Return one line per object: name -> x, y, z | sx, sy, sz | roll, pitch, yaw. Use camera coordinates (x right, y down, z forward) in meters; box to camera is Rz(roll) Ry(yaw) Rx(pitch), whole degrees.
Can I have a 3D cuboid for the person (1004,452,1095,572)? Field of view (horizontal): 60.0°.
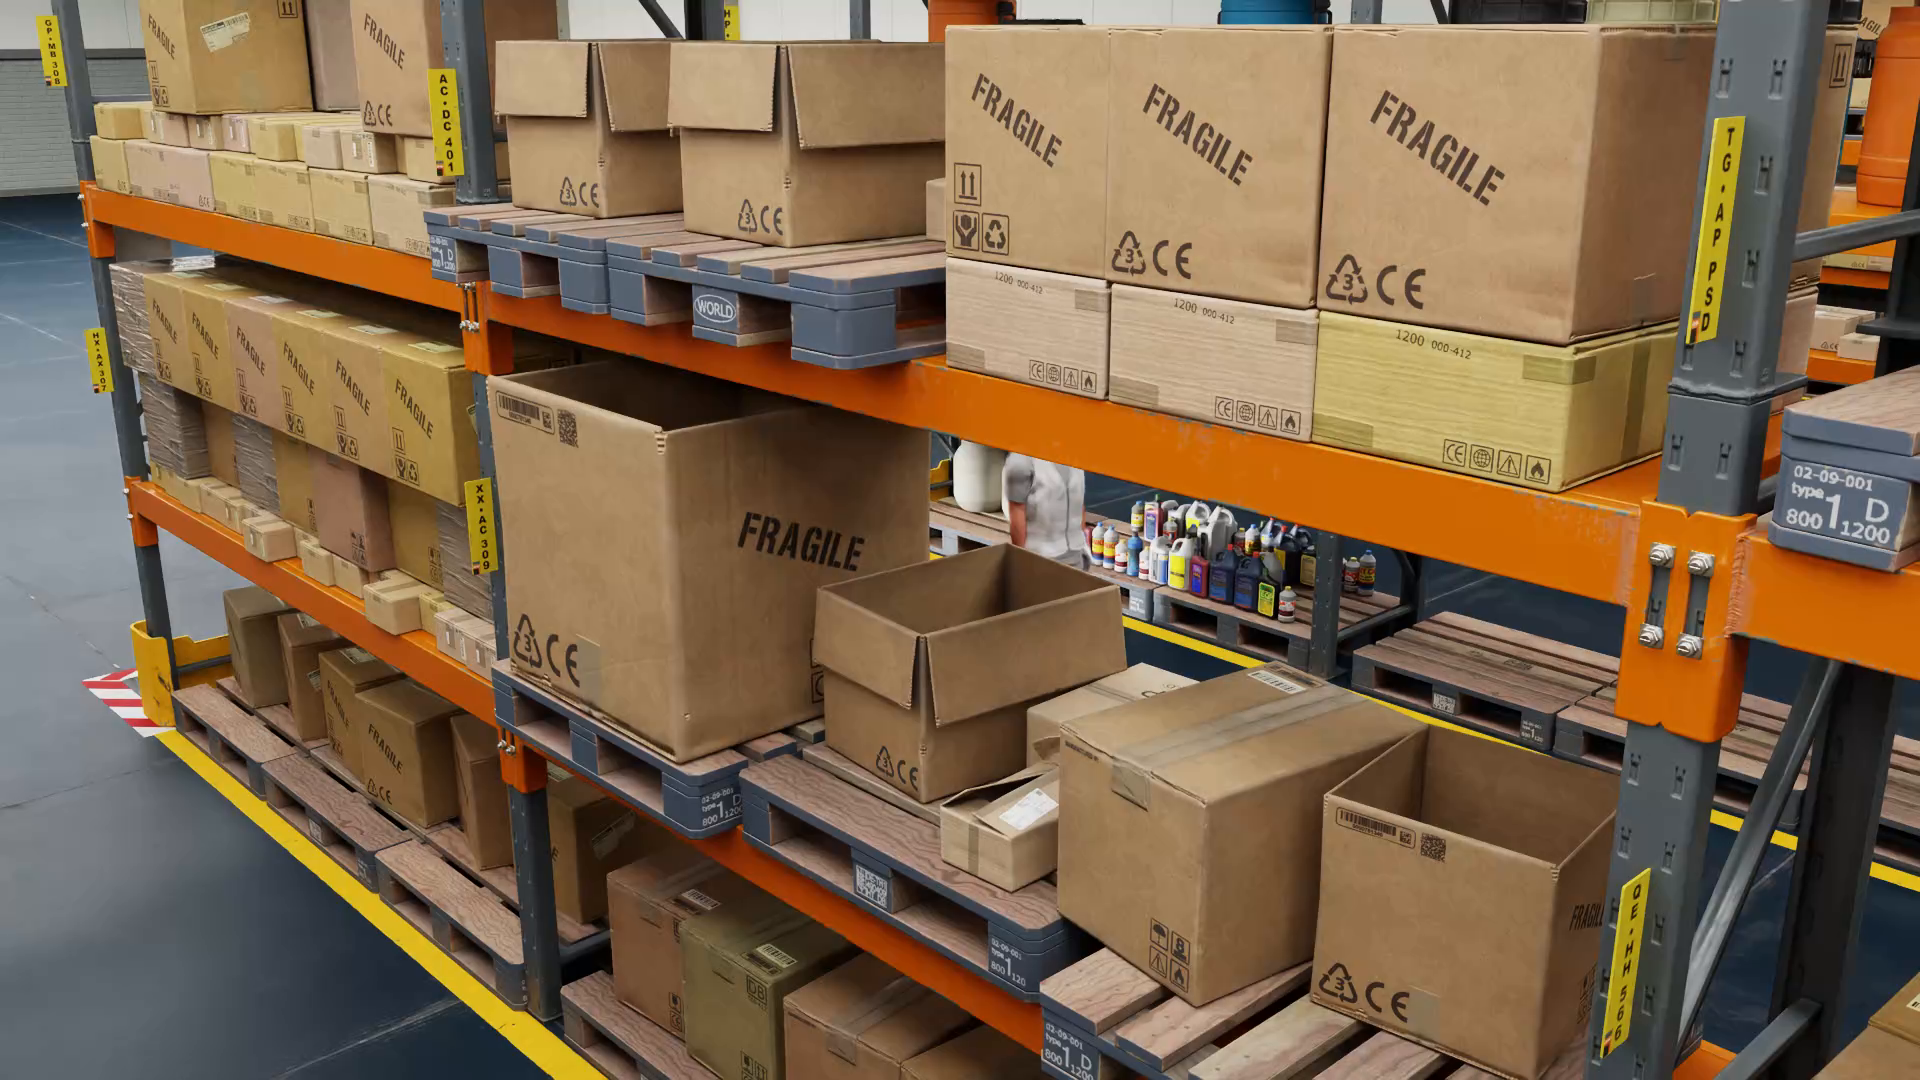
person -> 0.474, 0.088, 8.759 | 0.523, 1.813, 0.336 | -15, 22, -40
